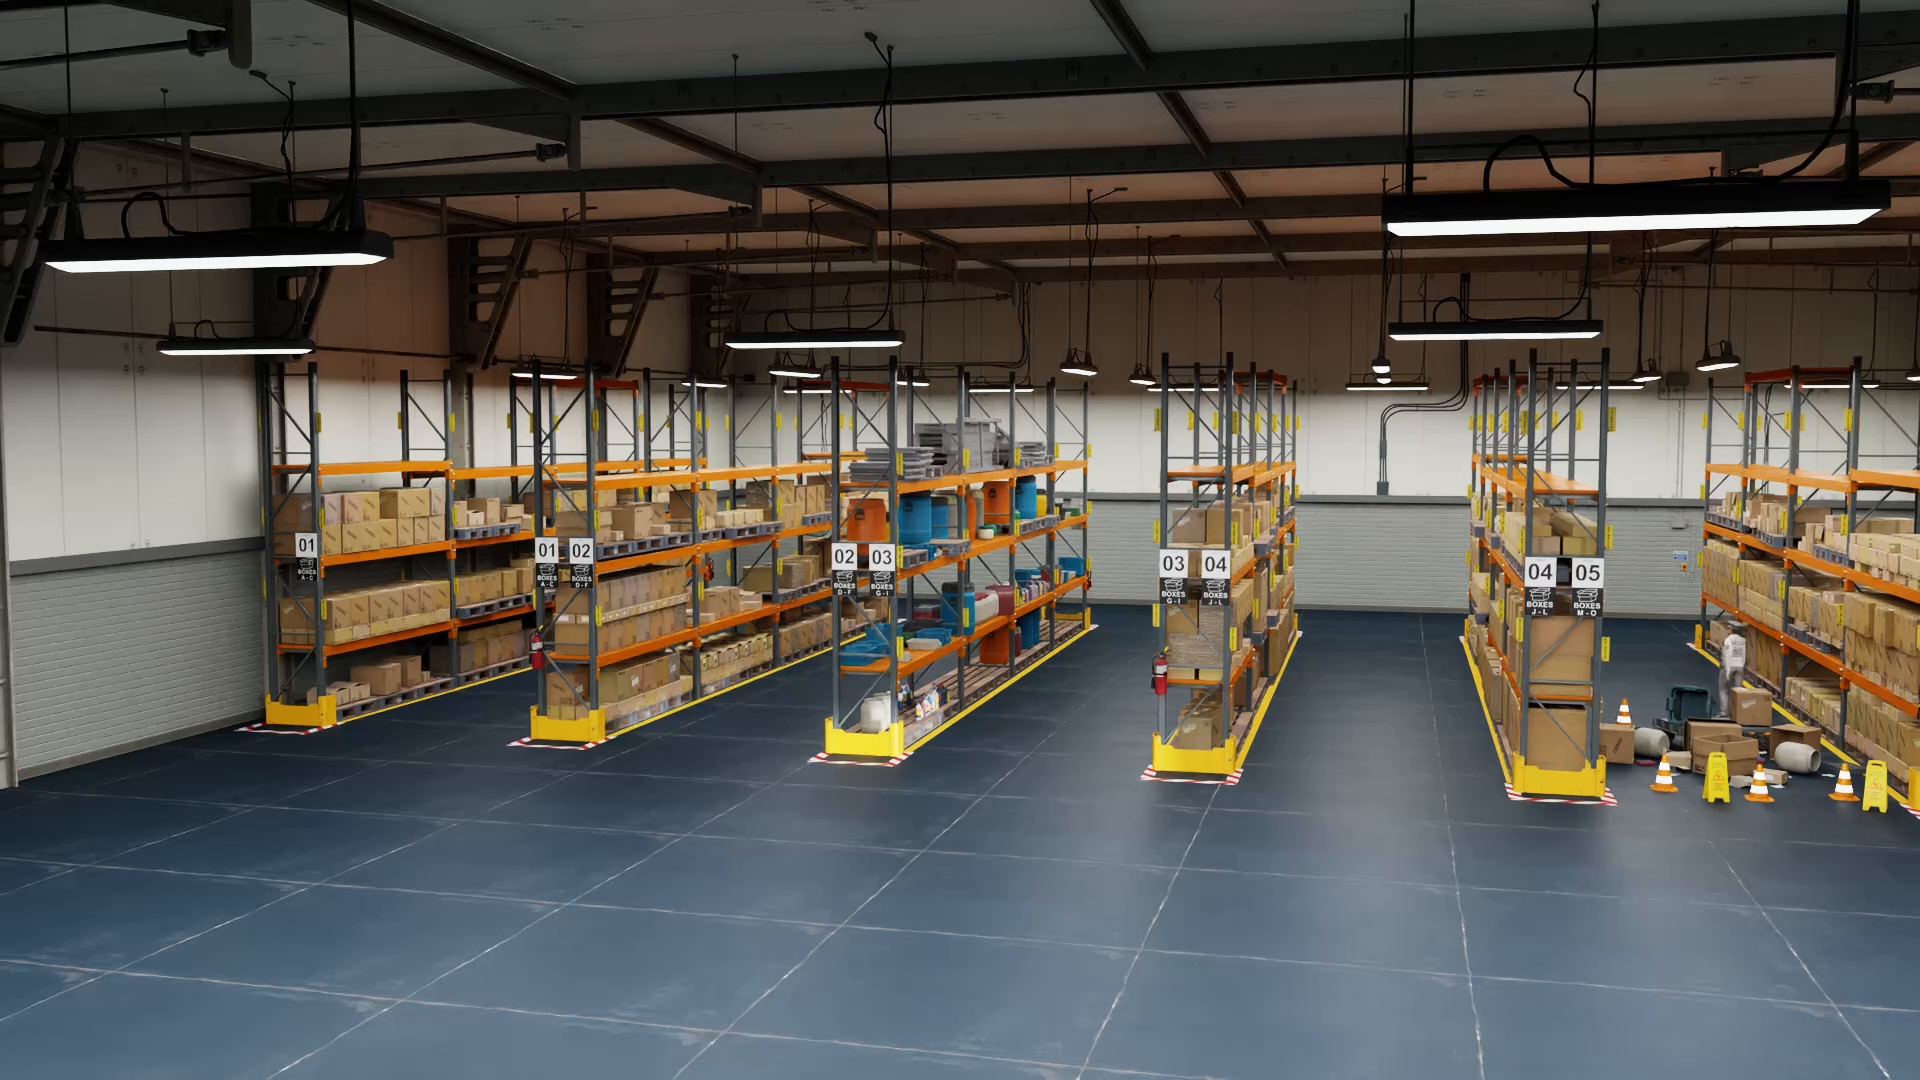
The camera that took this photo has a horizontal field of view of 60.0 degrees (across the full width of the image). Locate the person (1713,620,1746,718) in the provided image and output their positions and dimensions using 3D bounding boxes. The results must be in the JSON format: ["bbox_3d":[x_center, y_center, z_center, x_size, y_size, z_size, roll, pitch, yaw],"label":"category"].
[{"bbox_3d":[13.055,2.218,28.030,0.468,1.726,0.592,0,4,2],"label":"person"}]

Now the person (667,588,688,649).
[{"bbox_3d":[-5.820,1.790,34.186,0.501,1.631,0.623,1,4,17],"label":"person"}]
